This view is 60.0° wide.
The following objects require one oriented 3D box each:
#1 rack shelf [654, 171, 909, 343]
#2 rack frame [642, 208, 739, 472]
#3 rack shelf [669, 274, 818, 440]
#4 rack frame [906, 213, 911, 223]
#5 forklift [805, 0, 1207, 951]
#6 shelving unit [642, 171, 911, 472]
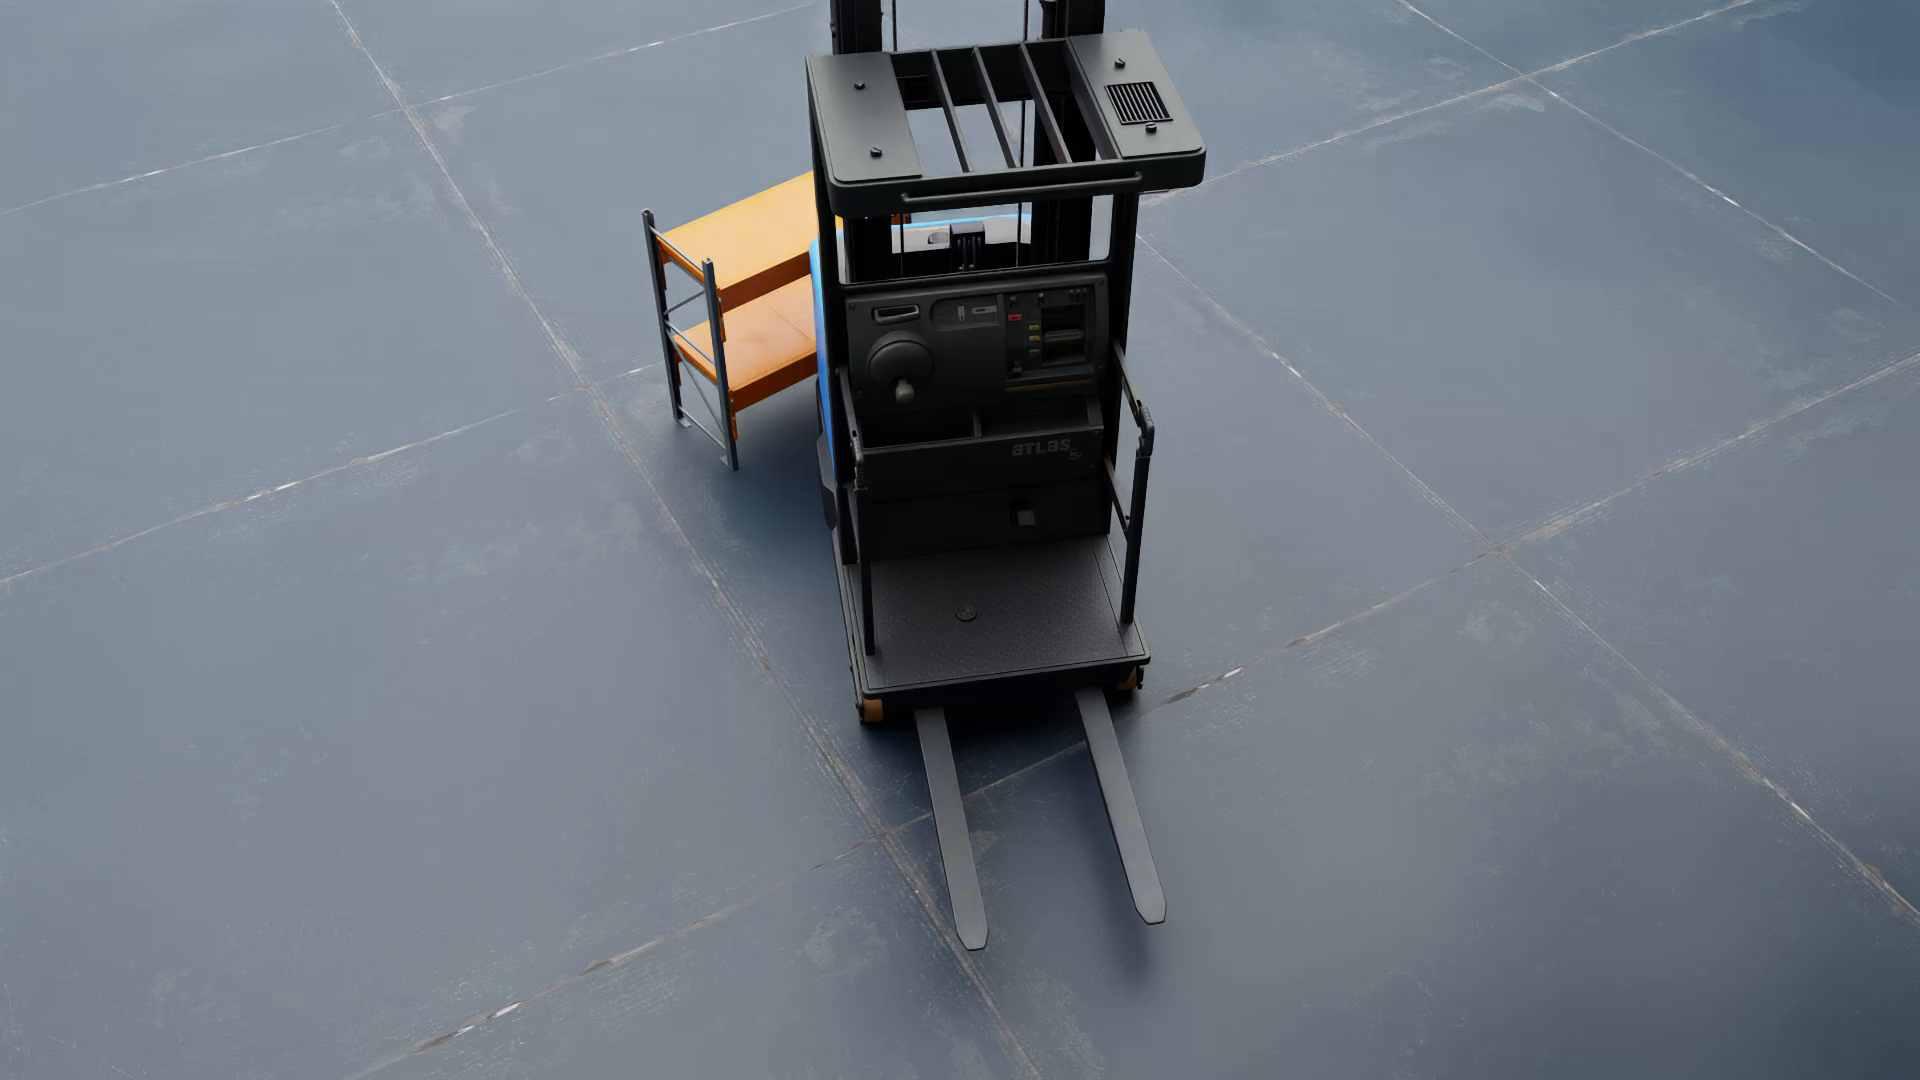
[{"bbox_3d":[-0.777,-1.289,7.279,1.000,0.278,0.538,-30,52,-27],"label":"rack shelf"},{"bbox_3d":[-1.169,-0.853,7.251,0.032,1.125,0.500,-30,52,-27],"label":"rack frame"},{"bbox_3d":[-0.777,-0.903,7.653,1.000,0.278,0.538,-30,52,-27],"label":"rack shelf"},{"bbox_3d":[-0.386,-1.304,7.715,0.032,1.125,0.500,-30,52,-27],"label":"rack frame"},{"bbox_3d":[0.104,-0.619,5.713,1.130,2.935,3.031,-7,45,-7],"label":"forklift"},{"bbox_3d":[-0.777,-1.079,7.483,1.048,1.125,0.538,-30,52,-27],"label":"shelving unit"}]
